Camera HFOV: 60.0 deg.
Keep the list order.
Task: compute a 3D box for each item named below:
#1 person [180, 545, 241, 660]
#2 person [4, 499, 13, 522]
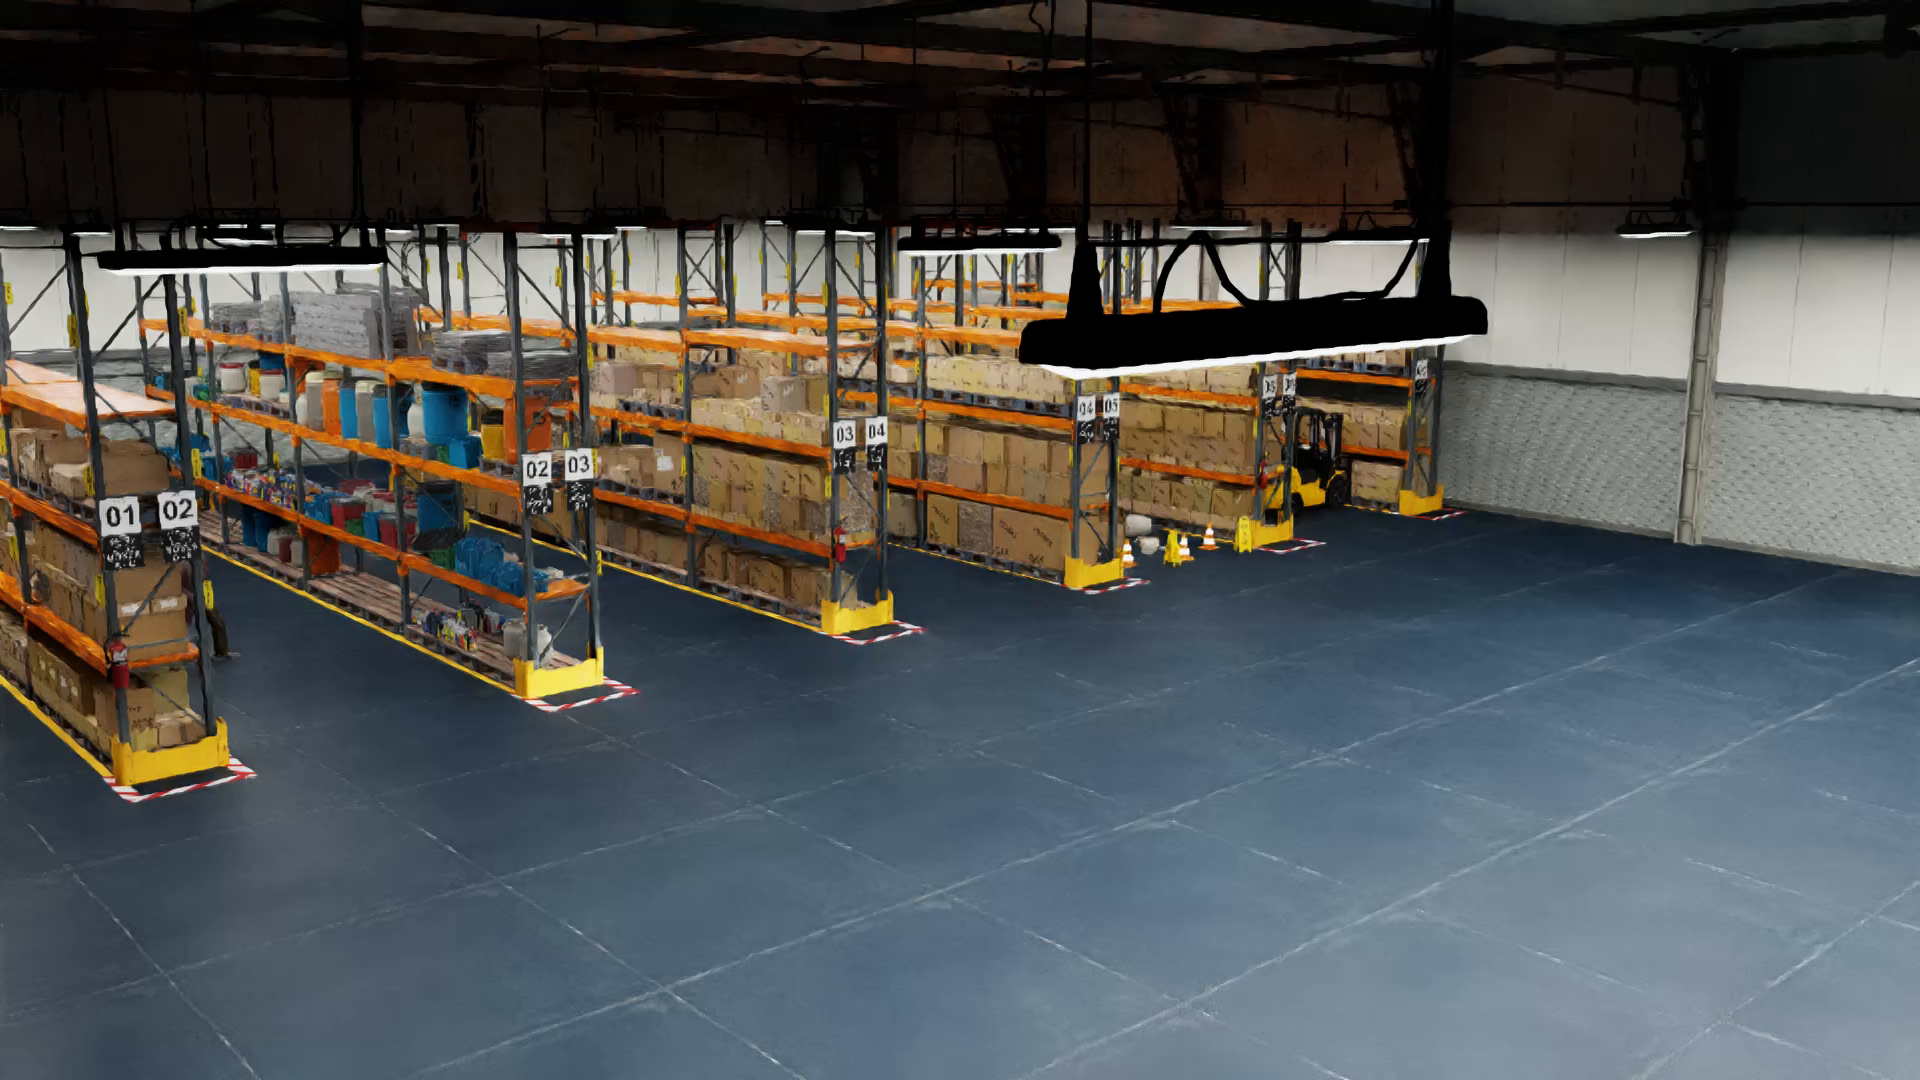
[{"bbox_3d":[-10.668,0.878,23.181,0.895,1.701,0.735,7,13,32],"label":"person"},{"bbox_3d":[-18.170,-0.833,31.638,0.556,1.712,1.030,-10,15,-41],"label":"person"}]
